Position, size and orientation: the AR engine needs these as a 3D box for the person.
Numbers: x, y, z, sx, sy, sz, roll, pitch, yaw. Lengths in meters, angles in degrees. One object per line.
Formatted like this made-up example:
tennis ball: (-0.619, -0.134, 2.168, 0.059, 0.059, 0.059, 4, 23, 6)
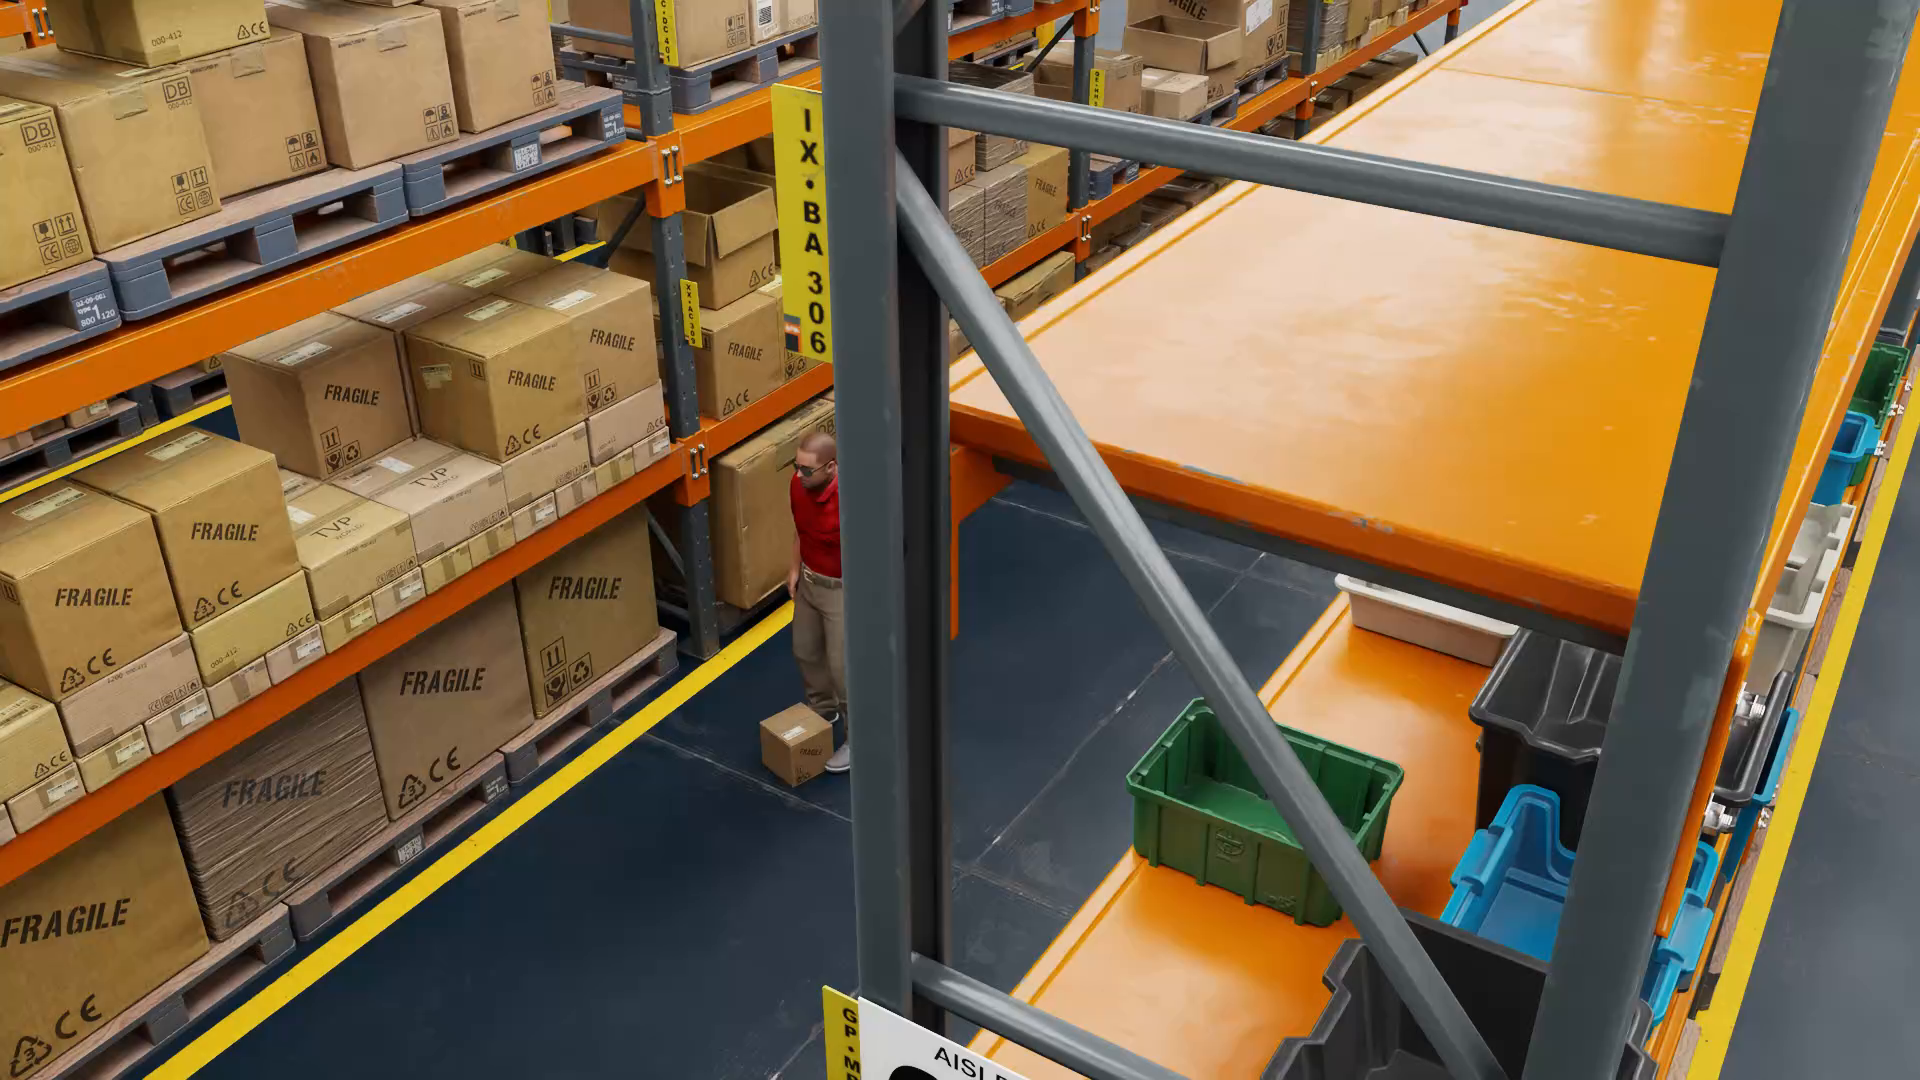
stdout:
person: (-0.601, 0.253, 7.770, 0.396, 1.726, 0.585, -25, 38, -35)
